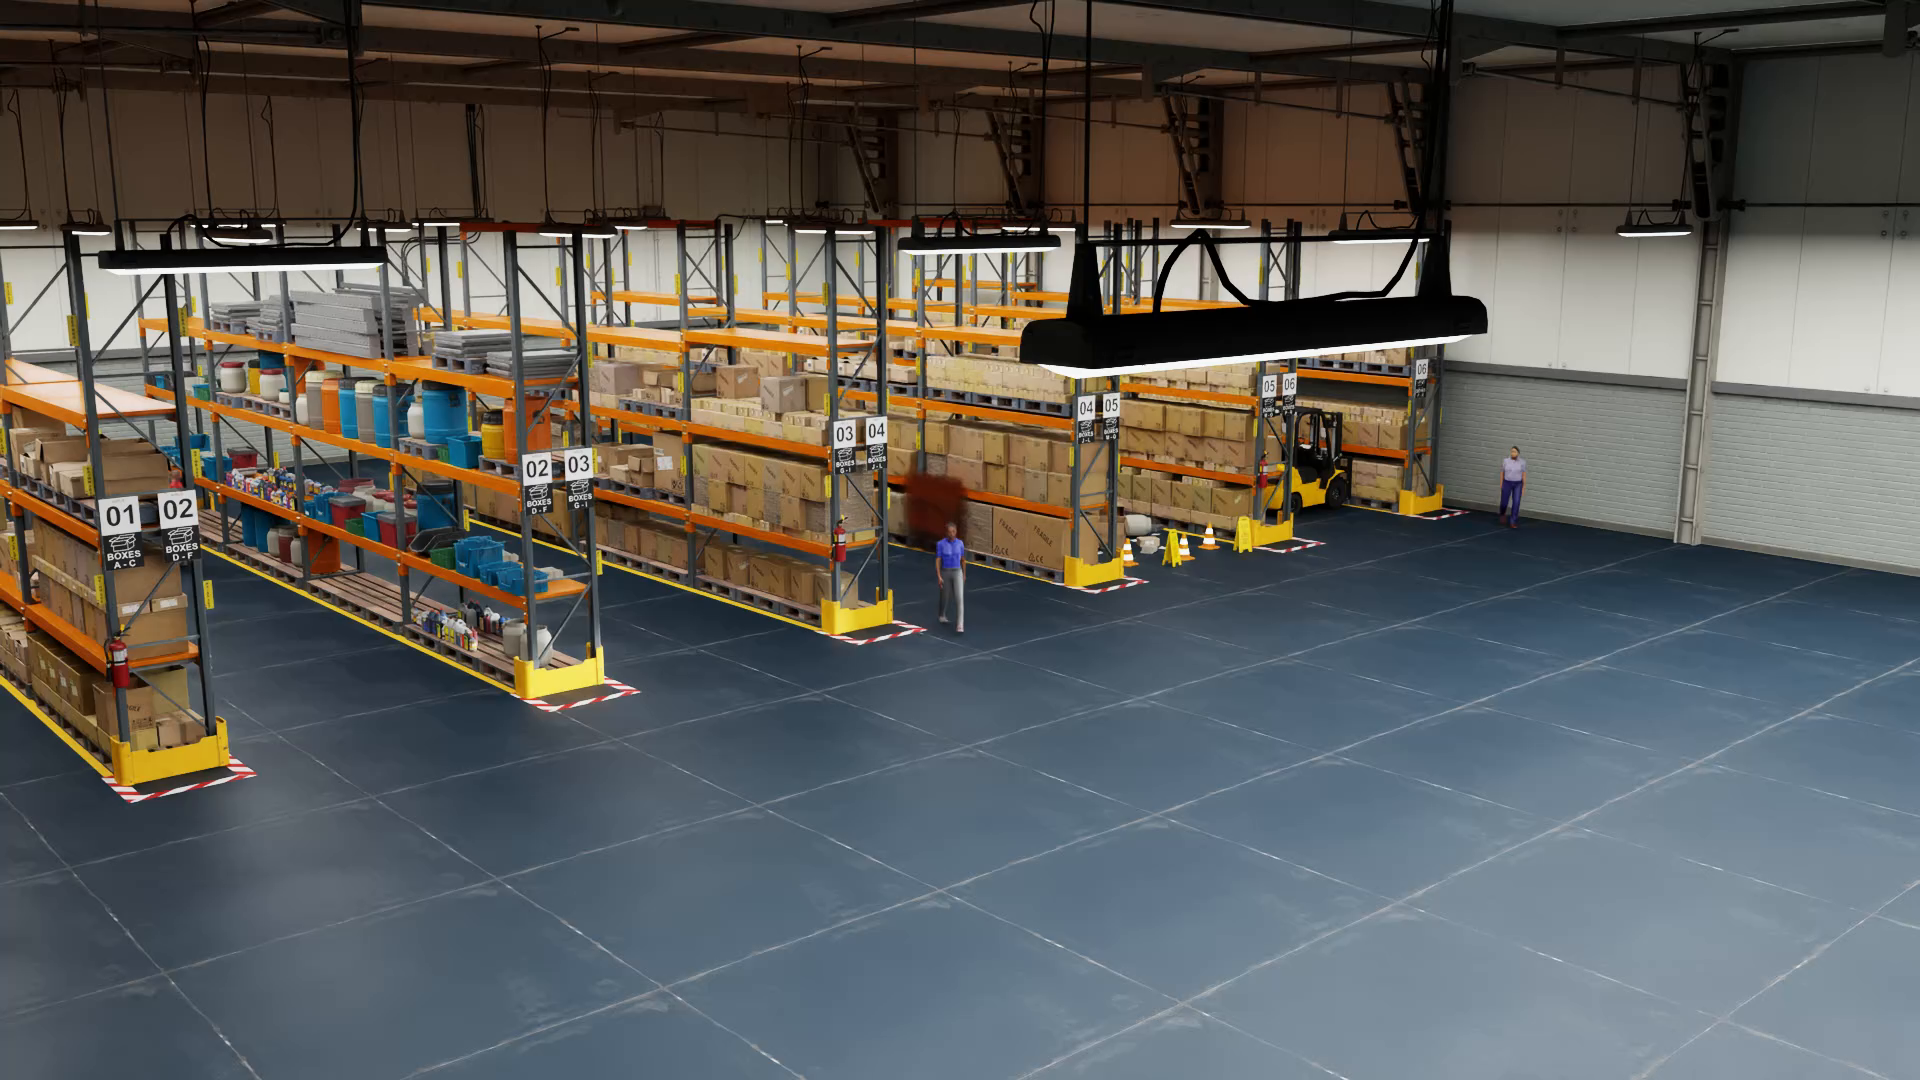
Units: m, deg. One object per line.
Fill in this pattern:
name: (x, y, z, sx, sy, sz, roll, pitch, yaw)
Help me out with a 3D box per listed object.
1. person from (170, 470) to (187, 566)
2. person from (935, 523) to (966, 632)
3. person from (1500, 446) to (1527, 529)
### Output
person: (-13.767, -0.328, 29.310, 0.558, 1.633, 0.569, 11, 16, 43)
person: (-0.135, 0.537, 25.058, 0.478, 1.618, 0.920, -2, 12, -8)
person: (10.953, -1.074, 32.966, 0.469, 1.632, 0.602, 2, 12, 8)
